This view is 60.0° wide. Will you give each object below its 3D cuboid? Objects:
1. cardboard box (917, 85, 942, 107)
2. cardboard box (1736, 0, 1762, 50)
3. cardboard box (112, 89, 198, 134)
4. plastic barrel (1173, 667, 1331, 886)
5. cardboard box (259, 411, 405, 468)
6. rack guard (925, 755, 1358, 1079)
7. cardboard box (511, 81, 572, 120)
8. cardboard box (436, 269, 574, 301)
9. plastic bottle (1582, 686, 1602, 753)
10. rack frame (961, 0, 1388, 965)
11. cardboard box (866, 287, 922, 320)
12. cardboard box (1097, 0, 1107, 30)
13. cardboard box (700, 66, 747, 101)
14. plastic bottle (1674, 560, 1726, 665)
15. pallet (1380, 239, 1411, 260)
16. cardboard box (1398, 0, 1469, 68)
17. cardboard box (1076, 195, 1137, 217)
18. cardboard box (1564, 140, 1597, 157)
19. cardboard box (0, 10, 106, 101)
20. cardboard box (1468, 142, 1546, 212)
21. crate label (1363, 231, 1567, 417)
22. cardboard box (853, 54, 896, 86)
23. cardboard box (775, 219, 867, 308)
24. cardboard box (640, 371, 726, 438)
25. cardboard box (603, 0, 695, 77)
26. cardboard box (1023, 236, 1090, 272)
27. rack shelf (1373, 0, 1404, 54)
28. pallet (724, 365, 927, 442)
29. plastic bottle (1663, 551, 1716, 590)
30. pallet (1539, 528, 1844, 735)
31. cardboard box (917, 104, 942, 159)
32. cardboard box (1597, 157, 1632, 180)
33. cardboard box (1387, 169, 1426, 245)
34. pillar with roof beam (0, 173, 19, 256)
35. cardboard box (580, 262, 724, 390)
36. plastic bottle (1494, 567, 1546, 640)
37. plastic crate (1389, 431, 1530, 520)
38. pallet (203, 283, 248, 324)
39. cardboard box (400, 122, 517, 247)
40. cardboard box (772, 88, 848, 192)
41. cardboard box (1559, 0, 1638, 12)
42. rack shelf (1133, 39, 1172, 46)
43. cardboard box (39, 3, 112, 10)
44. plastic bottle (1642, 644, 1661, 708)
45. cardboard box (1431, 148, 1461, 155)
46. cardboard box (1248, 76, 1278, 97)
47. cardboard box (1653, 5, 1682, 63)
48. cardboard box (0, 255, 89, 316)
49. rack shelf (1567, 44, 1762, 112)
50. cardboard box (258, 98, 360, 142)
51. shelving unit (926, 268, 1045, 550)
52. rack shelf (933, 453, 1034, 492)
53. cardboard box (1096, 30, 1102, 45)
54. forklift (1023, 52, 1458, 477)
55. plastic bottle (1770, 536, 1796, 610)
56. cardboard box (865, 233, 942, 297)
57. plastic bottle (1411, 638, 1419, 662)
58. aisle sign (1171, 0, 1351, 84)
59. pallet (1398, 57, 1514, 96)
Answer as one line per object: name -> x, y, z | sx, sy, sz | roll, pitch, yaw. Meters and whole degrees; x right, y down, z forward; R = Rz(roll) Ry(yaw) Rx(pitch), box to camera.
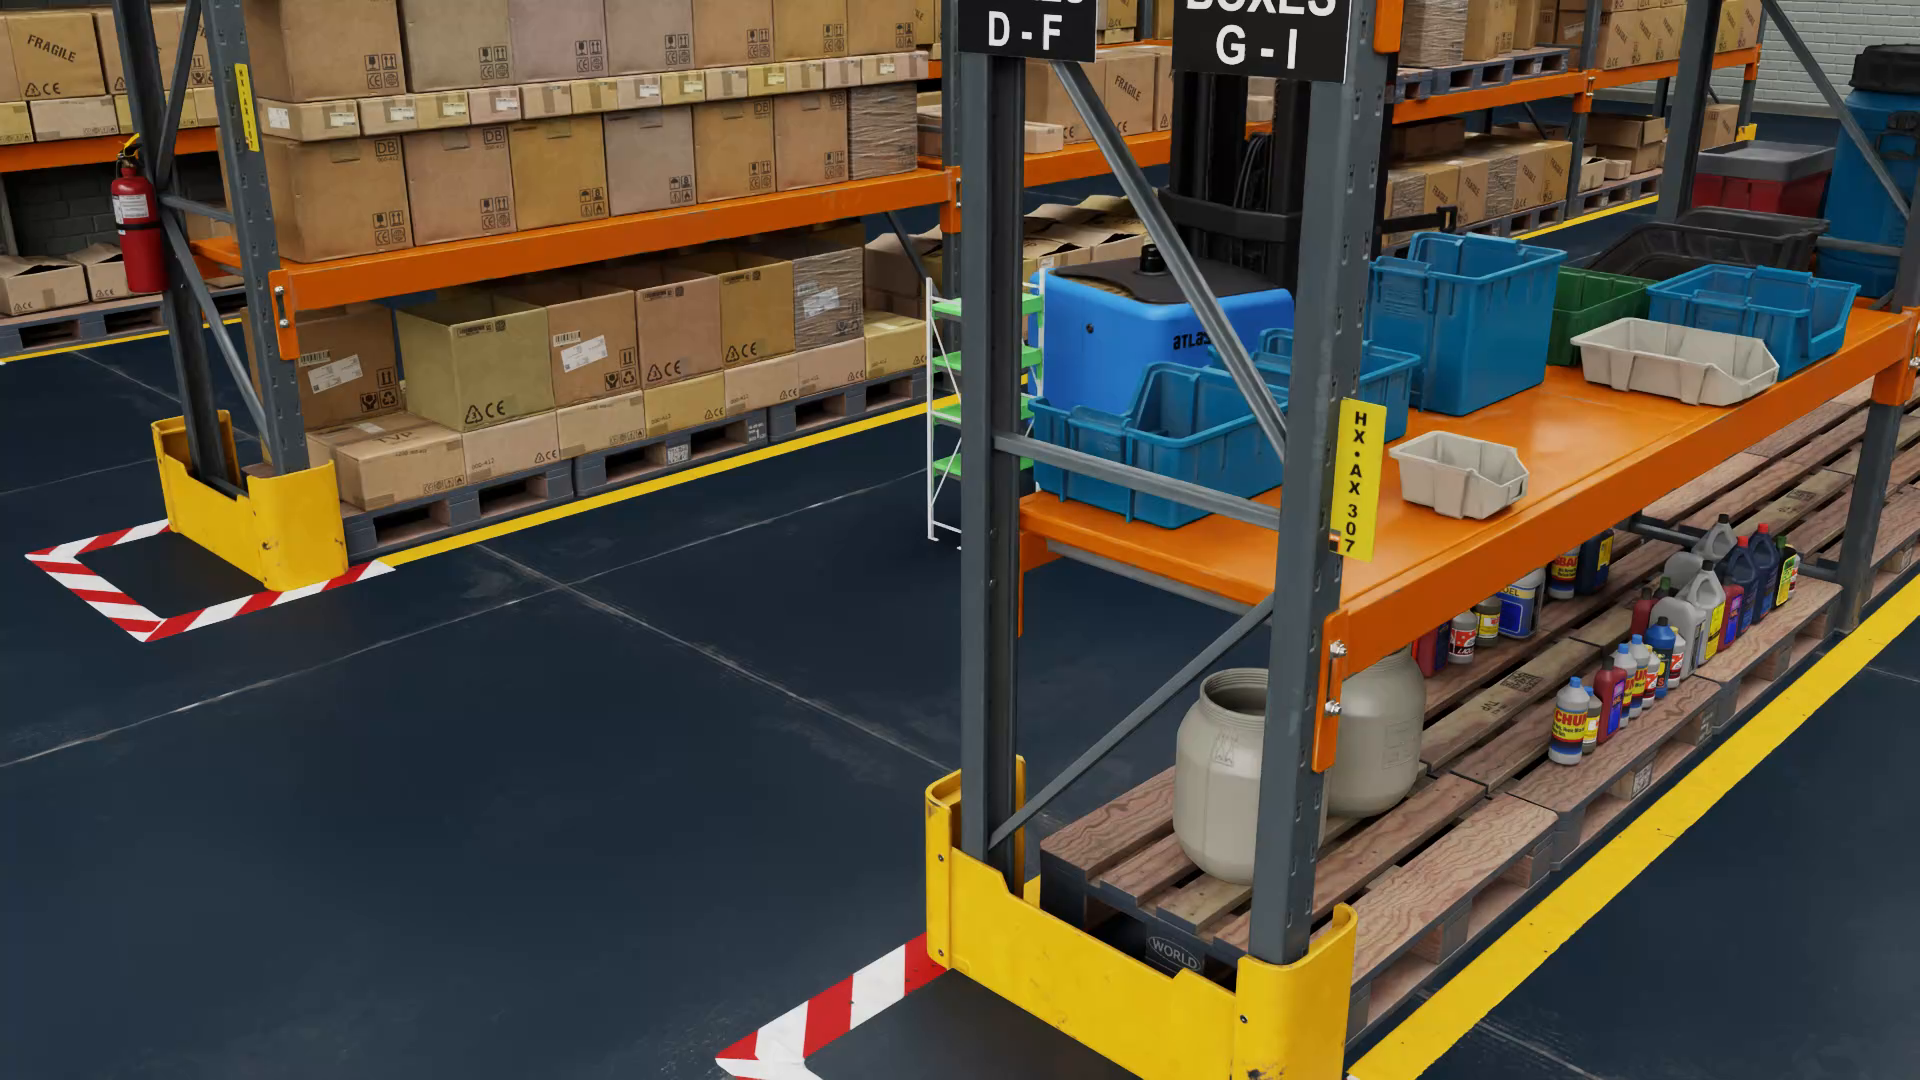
cardboard box -> -0.510, -4.013, 16.244 | 0.750, 0.750, 0.750 | 19, 28, 40
cardboard box -> 7.898, -5.345, 17.160 | 0.500, 0.500, 0.500 | -19, 28, -40
cardboard box -> -5.418, -2.859, 11.014 | 0.500, 0.250, 0.500 | 19, 28, 40
plastic barrel -> 0.805, 0.649, 4.587 | 0.421, 0.512, 0.421 | 0, 21, 0
cardboard box -> -2.984, -0.493, 7.923 | 0.500, 0.250, 0.500 | 19, 28, 41
rack guard -> 0.420, 1.008, 4.256 | 1.175, 0.500, 0.348 | 19, 28, 41
cardboard box -> -1.999, -2.031, 7.634 | 0.380, 0.149, 0.250 | 18, 27, 39
cardboard box -> -2.298, -1.104, 8.469 | 0.500, 0.500, 0.500 | 19, 28, 41
plastic bottle -> 1.961, 0.558, 5.228 | 0.097, 0.201, 0.097 | 0, 21, 0
rack frame -> 0.400, -0.128, 3.726 | 1.000, 3.000, 0.127 | 19, 28, 41
cardboard box -> -0.274, -1.489, 10.514 | 0.500, 0.250, 0.500 | 19, 28, 40
cardboard box -> 1.183, -5.572, 17.308 | 0.500, 0.500, 0.500 | 20, 28, 41
cardboard box -> -1.279, -2.297, 8.326 | 0.250, 0.149, 0.380 | -19, 28, -41
plastic bottle -> 2.589, 0.245, 5.835 | 0.144, 0.351, 0.185 | 19, 28, 40
pallet -> 2.983, -2.306, 13.280 | 1.003, 0.211, 1.213 | 19, 28, 41
cardboard box -> 3.568, -4.045, 13.193 | 0.500, 0.500, 0.700 | -14, 25, -32
cardboard box -> 1.141, -2.271, 11.767 | 0.500, 0.311, 0.500 | 18, 28, 39
cardboard box -> 5.943, -3.814, 16.451 | 0.500, 0.311, 0.500 | 19, 28, 41
cardboard box -> -5.798, -3.069, 10.514 | 0.500, 0.500, 0.500 | 19, 28, 41
cardboard box -> 4.735, -3.168, 14.507 | 0.500, 0.500, 0.500 | 19, 28, 41
crate label -> 1.490, -0.685, 5.127 | 0.502, 0.435, 0.616 | 19, 28, 41
cardboard box -> -0.566, -2.560, 9.010 | 0.380, 0.149, 0.250 | 19, 28, 40
cardboard box -> -0.904, -1.619, 9.807 | 0.500, 0.500, 0.500 | 19, 28, 41
cardboard box -> -1.565, -0.748, 8.588 | 0.500, 0.250, 0.500 | 19, 28, 41
cardboard box -> -1.711, -2.546, 8.071 | 0.700, 0.500, 0.500 | 19, 28, 41
cardboard box -> 0.464, -1.742, 10.392 | 0.500, 0.311, 0.500 | 19, 28, 40
rack shelf -> 1.795, -1.706, 4.655 | 1.077, 0.370, 4.000 | 19, 28, 41
pallet -> -0.941, -0.901, 9.625 | 1.003, 0.211, 1.213 | 19, 28, 41
plastic bottle -> 2.690, 0.166, 6.144 | 0.152, 0.276, 0.135 | 19, 28, 41
pallet -> 2.692, 0.308, 6.480 | 1.003, 0.211, 1.213 | 19, 28, 41
cardboard box -> -0.044, -2.464, 10.014 | 0.500, 0.250, 0.500 | -18, 27, -39
cardboard box -> 6.269, -3.615, 16.134 | 0.380, 0.166, 0.250 | 19, 28, 41
cardboard box -> 3.318, -2.645, 13.146 | 0.500, 0.500, 0.500 | 18, 27, 39
pillar with roof beam -> -3.745, -4.727, 7.329 | 9.100, 9.000, 0.400 | 19, 28, 41
cardboard box -> -1.564, -1.098, 8.453 | 0.500, 0.500, 0.500 | 19, 28, 41
plastic bottle -> 2.026, 0.202, 6.051 | 0.152, 0.276, 0.135 | 19, 28, 41
plastic crate -> 1.255, -0.154, 4.163 | 0.298, 0.136, 0.250 | 19, 28, 41
pallet -> -5.202, -1.837, 12.061 | 1.003, 0.211, 1.213 | 19, 28, 41
cardboard box -> -2.448, -1.668, 7.595 | 0.500, 0.500, 0.700 | -19, 28, -41
cardboard box -> -1.024, -2.191, 8.954 | 0.700, 0.500, 0.500 | 19, 28, 40
cardboard box -> 5.755, -5.017, 14.914 | 0.500, 0.500, 0.500 | -19, 28, -41
rack shelf -> 3.068, -5.870, 19.670 | 1.077, 0.370, 4.000 | 19, 28, 41
cardboard box -> -5.806, -3.332, 11.199 | 0.500, 0.500, 0.500 | 18, 28, 39
plastic bottle -> 2.266, 0.446, 5.522 | 0.097, 0.201, 0.097 | 0, 21, 0
cardboard box -> 3.995, -3.162, 14.491 | 0.500, 0.500, 0.500 | 20, 29, 41
cardboard box -> 2.150, -3.301, 12.106 | 0.500, 0.311, 0.500 | -18, 27, -39
cardboard box -> 6.481, -4.823, 15.803 | 0.500, 0.500, 0.500 | 19, 28, 40
cardboard box -> -6.151, -1.713, 10.985 | 0.500, 0.311, 0.500 | 15, 26, 35
rack shelf -> 6.620, -4.632, 16.446 | 1.077, 0.370, 4.000 | 19, 28, 41
cardboard box -> -2.718, -1.765, 6.942 | 0.380, 0.149, 0.250 | 19, 28, 40
shelving unit -> 0.115, -0.603, 7.470 | 0.258, 1.200, 0.503 | 19, 28, 41
rack shelf -> 0.115, -0.319, 7.579 | 0.258, 0.148, 0.480 | 19, 28, 41
cardboard box -> 1.268, -5.300, 17.506 | 0.250, 0.149, 0.380 | -19, 28, -40
forklift -> 1.834, -1.788, 8.141 | 3.031, 2.935, 1.130 | -13, 24, -30
plastic bottle -> 3.091, 0.113, 6.273 | 0.133, 0.283, 0.061 | -18, 28, -39
cardboard box -> -0.279, -1.747, 10.404 | 0.500, 0.311, 0.500 | 19, 28, 41
plastic bottle -> 1.563, 0.298, 5.801 | 0.152, 0.276, 0.135 | 20, 28, 41
aisle sign -> 0.560, -1.250, 3.021 | 0.394, 0.787, 0.004 | 19, 28, 41
pallet -> 3.788, -3.836, 13.643 | 1.003, 0.211, 1.213 | 19, 28, 41
